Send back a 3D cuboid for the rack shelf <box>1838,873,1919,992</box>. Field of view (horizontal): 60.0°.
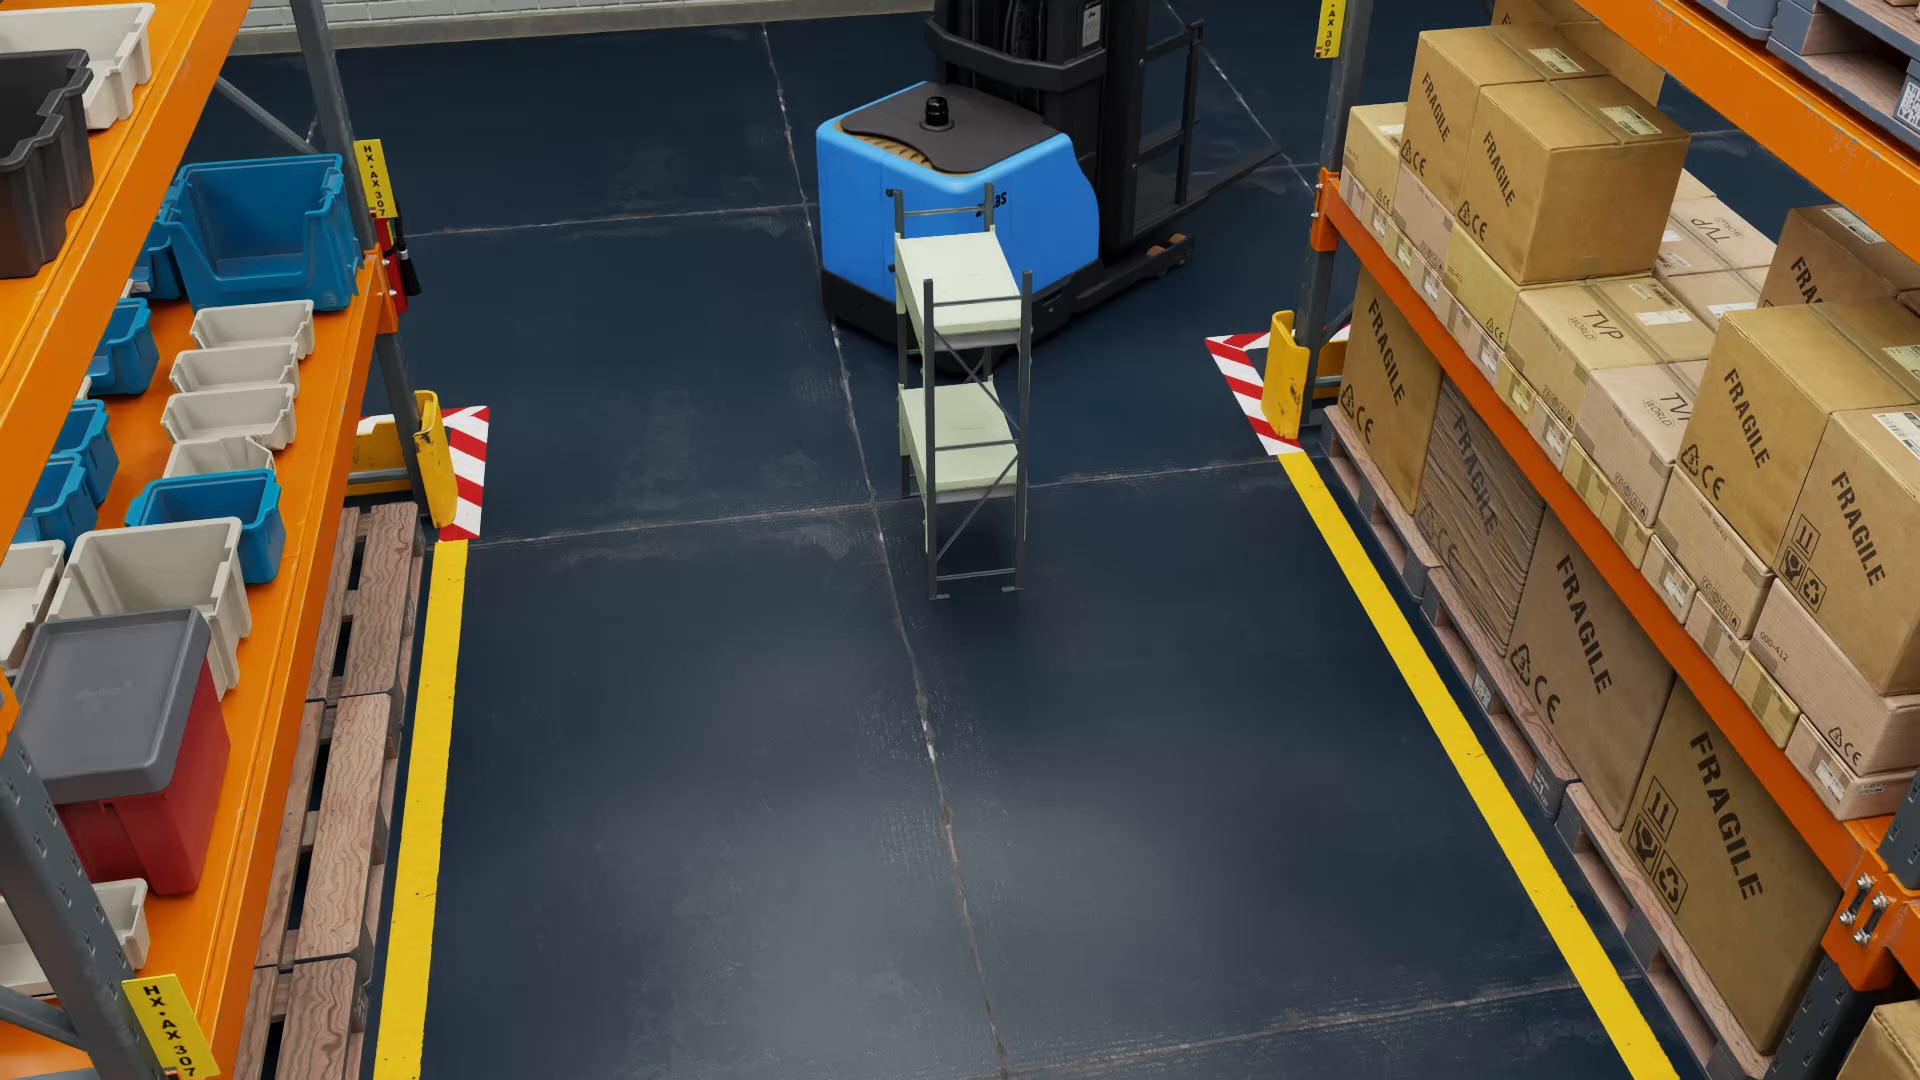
[{"bbox_3d":[3.112,2.104,2.683,1.077,0.370,4.000,-6,38,-8],"label":"rack shelf"}]

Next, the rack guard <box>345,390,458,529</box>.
[{"bbox_3d":[-2.834,-0.297,7.225,1.175,0.500,0.348,-6,38,-8],"label":"rack guard"}]

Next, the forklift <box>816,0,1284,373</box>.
[{"bbox_3d":[0.654,-2.790,8.452,1.130,2.935,3.031,30,47,33],"label":"forklift"}]

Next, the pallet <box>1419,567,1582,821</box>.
[{"bbox_3d":[2.487,0.507,6.425,1.003,0.211,1.213,-6,38,-8],"label":"pallet"}]

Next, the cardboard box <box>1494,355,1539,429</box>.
[{"bbox_3d":[2.068,-0.526,5.687,0.380,0.149,0.250,-7,38,-9],"label":"cardboard box"}]

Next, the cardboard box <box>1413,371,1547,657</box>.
[{"bbox_3d":[2.410,-0.203,6.456,0.875,0.875,0.875,-6,38,-8],"label":"cardboard box"}]

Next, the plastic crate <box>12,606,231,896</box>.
[{"bbox_3d":[-2.025,0.530,4.022,0.402,0.464,0.583,-6,38,-8],"label":"plastic crate"}]

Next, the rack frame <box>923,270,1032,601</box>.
[{"bbox_3d":[0.065,-0.367,6.500,0.400,1.500,0.023,-6,38,-8],"label":"rack frame"}]

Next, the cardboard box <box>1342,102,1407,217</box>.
[{"bbox_3d":[1.878,-1.543,6.671,0.500,0.250,0.500,-7,38,-9],"label":"cardboard box"}]

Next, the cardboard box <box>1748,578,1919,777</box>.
[{"bbox_3d":[2.425,0.316,4.279,0.500,0.250,0.500,-7,38,-9],"label":"cardboard box"}]

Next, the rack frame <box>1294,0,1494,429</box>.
[{"bbox_3d":[2.060,-1.804,7.127,1.000,3.000,0.127,-6,38,-8],"label":"rack frame"}]

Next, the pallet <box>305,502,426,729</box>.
[{"bbox_3d":[-2.710,0.332,6.650,1.003,0.211,1.213,-6,38,-8],"label":"pallet"}]

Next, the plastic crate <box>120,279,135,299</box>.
[{"bbox_3d":[-3.123,-0.803,6.005,0.250,0.136,0.298,-6,38,-8],"label":"plastic crate"}]

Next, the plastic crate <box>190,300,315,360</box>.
[{"bbox_3d":[-2.495,-0.718,5.895,0.396,0.136,0.243,-6,38,-8],"label":"plastic crate"}]

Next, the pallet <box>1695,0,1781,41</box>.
[{"bbox_3d":[2.417,-1.768,4.708,1.003,0.211,1.213,-6,38,-8],"label":"pallet"}]

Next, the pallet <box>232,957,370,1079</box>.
[{"bbox_3d":[-2.282,1.806,4.753,1.003,0.211,1.213,-6,38,-8],"label":"pallet"}]

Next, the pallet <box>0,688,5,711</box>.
[{"bbox_3d":[-1.882,0.498,1.873,1.213,0.211,1.003,-6,38,-8],"label":"pallet"}]

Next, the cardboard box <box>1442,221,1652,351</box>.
[{"bbox_3d":[2.060,-0.926,5.877,0.500,0.250,0.500,-7,38,-9],"label":"cardboard box"}]

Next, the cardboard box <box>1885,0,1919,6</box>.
[{"bbox_3d":[2.475,-1.609,3.925,0.700,0.500,0.500,-4,38,-6],"label":"cardboard box"}]

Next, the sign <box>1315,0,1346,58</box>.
[{"bbox_3d":[1.512,-2.121,6.765,0.100,0.325,0.005,-6,38,-8],"label":"sign"}]

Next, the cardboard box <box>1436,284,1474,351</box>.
[{"bbox_3d":[1.979,-0.834,6.084,0.380,0.149,0.250,-7,38,-9],"label":"cardboard box"}]

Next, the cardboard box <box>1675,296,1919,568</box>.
[{"bbox_3d":[2.333,-0.294,4.452,0.500,0.500,0.500,-6,38,-7],"label":"cardboard box"}]

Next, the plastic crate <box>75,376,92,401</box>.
[{"bbox_3d":[-3.004,-0.394,5.478,0.250,0.136,0.298,-6,38,-8],"label":"plastic crate"}]

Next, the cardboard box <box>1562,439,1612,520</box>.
[{"bbox_3d":[2.159,-0.214,5.285,0.380,0.149,0.250,-7,38,-9],"label":"cardboard box"}]

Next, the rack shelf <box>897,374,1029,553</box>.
[{"bbox_3d":[0.001,-0.331,6.985,0.431,0.370,0.720,-6,38,-8],"label":"rack shelf"}]

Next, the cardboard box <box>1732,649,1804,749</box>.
[{"bbox_3d":[2.340,0.407,4.486,0.380,0.149,0.250,-6,38,-7],"label":"cardboard box"}]

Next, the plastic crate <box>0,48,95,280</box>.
[{"bbox_3d":[-2.063,-0.768,3.455,0.497,0.269,0.590,-6,38,-8],"label":"plastic crate"}]

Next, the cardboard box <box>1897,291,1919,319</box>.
[{"bbox_3d":[2.850,-0.357,4.533,0.500,0.500,0.500,-6,38,-8],"label":"cardboard box"}]

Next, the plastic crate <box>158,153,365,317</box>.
[{"bbox_3d":[-2.574,-1.127,6.177,0.616,0.435,0.499,-6,38,-8],"label":"plastic crate"}]

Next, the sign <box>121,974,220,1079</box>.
[{"bbox_3d":[-1.573,0.978,3.321,0.100,0.325,0.005,-6,38,-8],"label":"sign"}]

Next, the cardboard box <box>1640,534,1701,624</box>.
[{"bbox_3d":[2.250,0.097,4.885,0.380,0.149,0.250,-6,38,-7],"label":"cardboard box"}]

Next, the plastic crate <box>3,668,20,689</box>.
[{"bbox_3d":[-2.576,0.583,4.230,0.437,0.125,0.590,-6,38,-8],"label":"plastic crate"}]

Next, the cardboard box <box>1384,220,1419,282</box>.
[{"bbox_3d":[1.889,-1.145,6.484,0.380,0.149,0.250,-7,38,-9],"label":"cardboard box"}]

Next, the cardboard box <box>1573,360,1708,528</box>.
[{"bbox_3d":[2.242,-0.305,5.077,0.500,0.250,0.500,-5,38,-7],"label":"cardboard box"}]

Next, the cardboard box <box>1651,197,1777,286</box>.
[{"bbox_3d":[2.584,-0.984,5.951,0.500,0.250,0.500,-7,38,-9],"label":"cardboard box"}]

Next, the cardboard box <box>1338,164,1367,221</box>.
[{"bbox_3d":[1.797,-1.455,6.882,0.380,0.149,0.250,-6,38,-7],"label":"cardboard box"}]

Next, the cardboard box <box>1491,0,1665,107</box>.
[{"bbox_3d":[2.404,-1.892,6.509,0.500,0.500,0.500,-6,38,-7],"label":"cardboard box"}]

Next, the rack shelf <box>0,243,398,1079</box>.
[{"bbox_3d":[-2.466,0.221,5.107,1.077,0.370,4.000,-6,38,-8],"label":"rack shelf"}]

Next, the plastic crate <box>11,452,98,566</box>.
[{"bbox_3d":[-2.814,-0.068,4.980,0.416,0.233,0.300,-6,38,-8],"label":"plastic crate"}]

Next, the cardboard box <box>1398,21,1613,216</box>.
[{"bbox_3d":[1.966,-1.537,6.052,0.500,0.500,0.500,-7,38,-9],"label":"cardboard box"}]

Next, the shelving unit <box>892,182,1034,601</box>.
[{"bbox_3d":[0.001,-0.588,6.785,0.431,1.500,0.755,-6,38,-8],"label":"shelving unit"}]

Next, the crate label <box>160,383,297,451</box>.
[{"bbox_3d":[-2.386,-0.375,5.454,0.396,0.136,0.243,-6,38,-8],"label":"crate label"}]

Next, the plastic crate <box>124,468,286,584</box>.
[{"bbox_3d":[-2.204,-0.016,4.913,0.416,0.233,0.300,-6,38,-8],"label":"plastic crate"}]

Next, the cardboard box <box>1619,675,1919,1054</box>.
[{"bbox_3d":[2.724,0.878,5.064,0.875,0.875,0.875,-6,38,-8],"label":"cardboard box"}]
